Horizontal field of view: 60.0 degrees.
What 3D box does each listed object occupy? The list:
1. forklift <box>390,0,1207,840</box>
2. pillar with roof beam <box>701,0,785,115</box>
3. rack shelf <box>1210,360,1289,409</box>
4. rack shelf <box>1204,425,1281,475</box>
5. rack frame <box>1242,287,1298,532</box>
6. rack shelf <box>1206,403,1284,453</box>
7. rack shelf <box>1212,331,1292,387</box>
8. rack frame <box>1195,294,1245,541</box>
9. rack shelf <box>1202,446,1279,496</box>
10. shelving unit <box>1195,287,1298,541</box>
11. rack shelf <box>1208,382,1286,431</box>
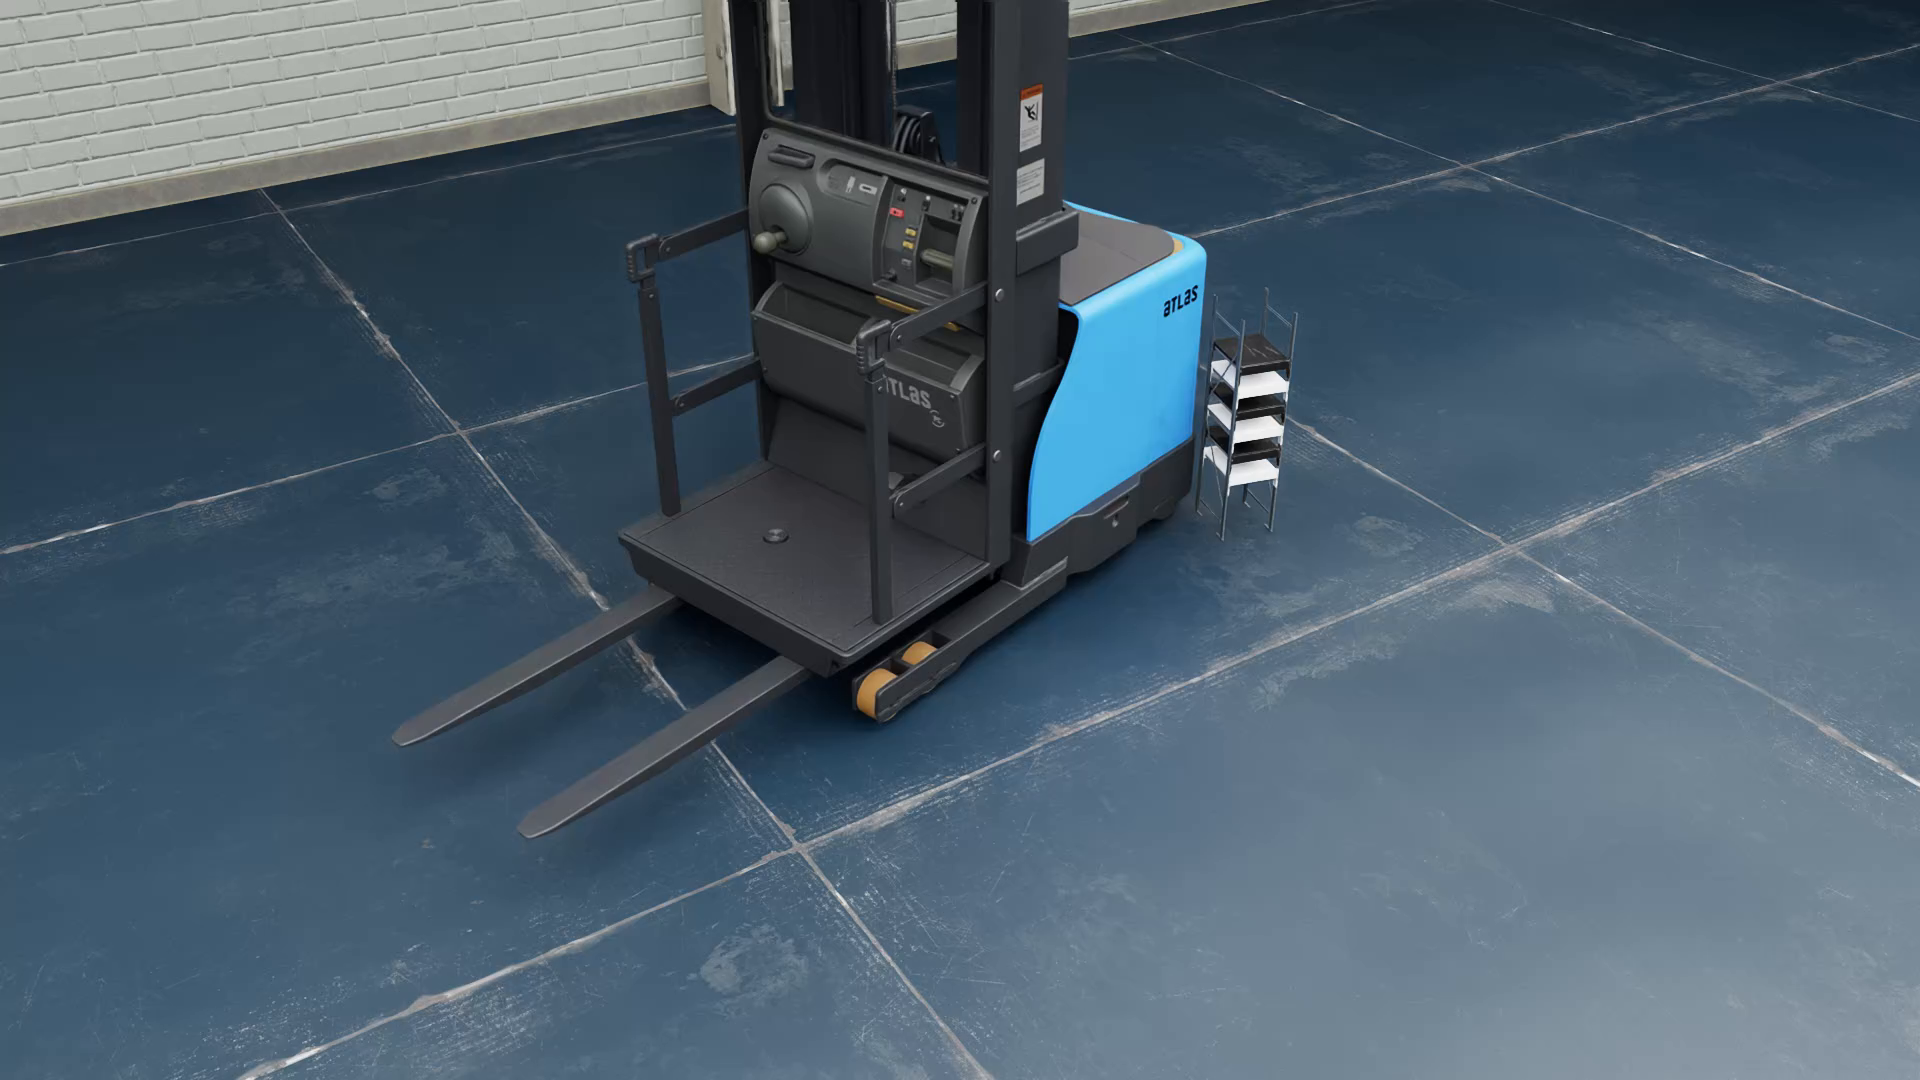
[{"bbox_3d":[-0.445,-0.963,5.030,1.130,2.935,3.031,25,40,33],"label":"forklift"},{"bbox_3d":[0.963,-4.681,5.236,0.400,9.000,9.100,-19,37,-27],"label":"pillar with roof beam"},{"bbox_3d":[1.046,-0.579,6.050,0.200,0.077,0.258,-10,34,-15],"label":"rack shelf"},{"bbox_3d":[1.046,-0.351,6.194,0.200,0.077,0.258,-10,34,-15],"label":"rack shelf"},{"bbox_3d":[1.142,-0.472,6.155,0.006,0.900,0.240,-10,34,-15],"label":"rack frame"},{"bbox_3d":[1.046,-0.427,6.146,0.200,0.077,0.258,-10,34,-15],"label":"rack shelf"},{"bbox_3d":[1.046,-0.656,6.002,0.200,0.077,0.258,-10,34,-15],"label":"rack shelf"},{"bbox_3d":[0.949,-0.439,6.102,0.006,0.900,0.240,-10,34,-15],"label":"rack frame"},{"bbox_3d":[1.046,-0.275,6.242,0.200,0.077,0.258,-10,34,-15],"label":"rack shelf"},{"bbox_3d":[1.046,-0.455,6.129,0.210,0.900,0.258,-10,34,-15],"label":"shelving unit"},{"bbox_3d":[1.046,-0.503,6.098,0.200,0.077,0.258,-10,34,-15],"label":"rack shelf"}]
